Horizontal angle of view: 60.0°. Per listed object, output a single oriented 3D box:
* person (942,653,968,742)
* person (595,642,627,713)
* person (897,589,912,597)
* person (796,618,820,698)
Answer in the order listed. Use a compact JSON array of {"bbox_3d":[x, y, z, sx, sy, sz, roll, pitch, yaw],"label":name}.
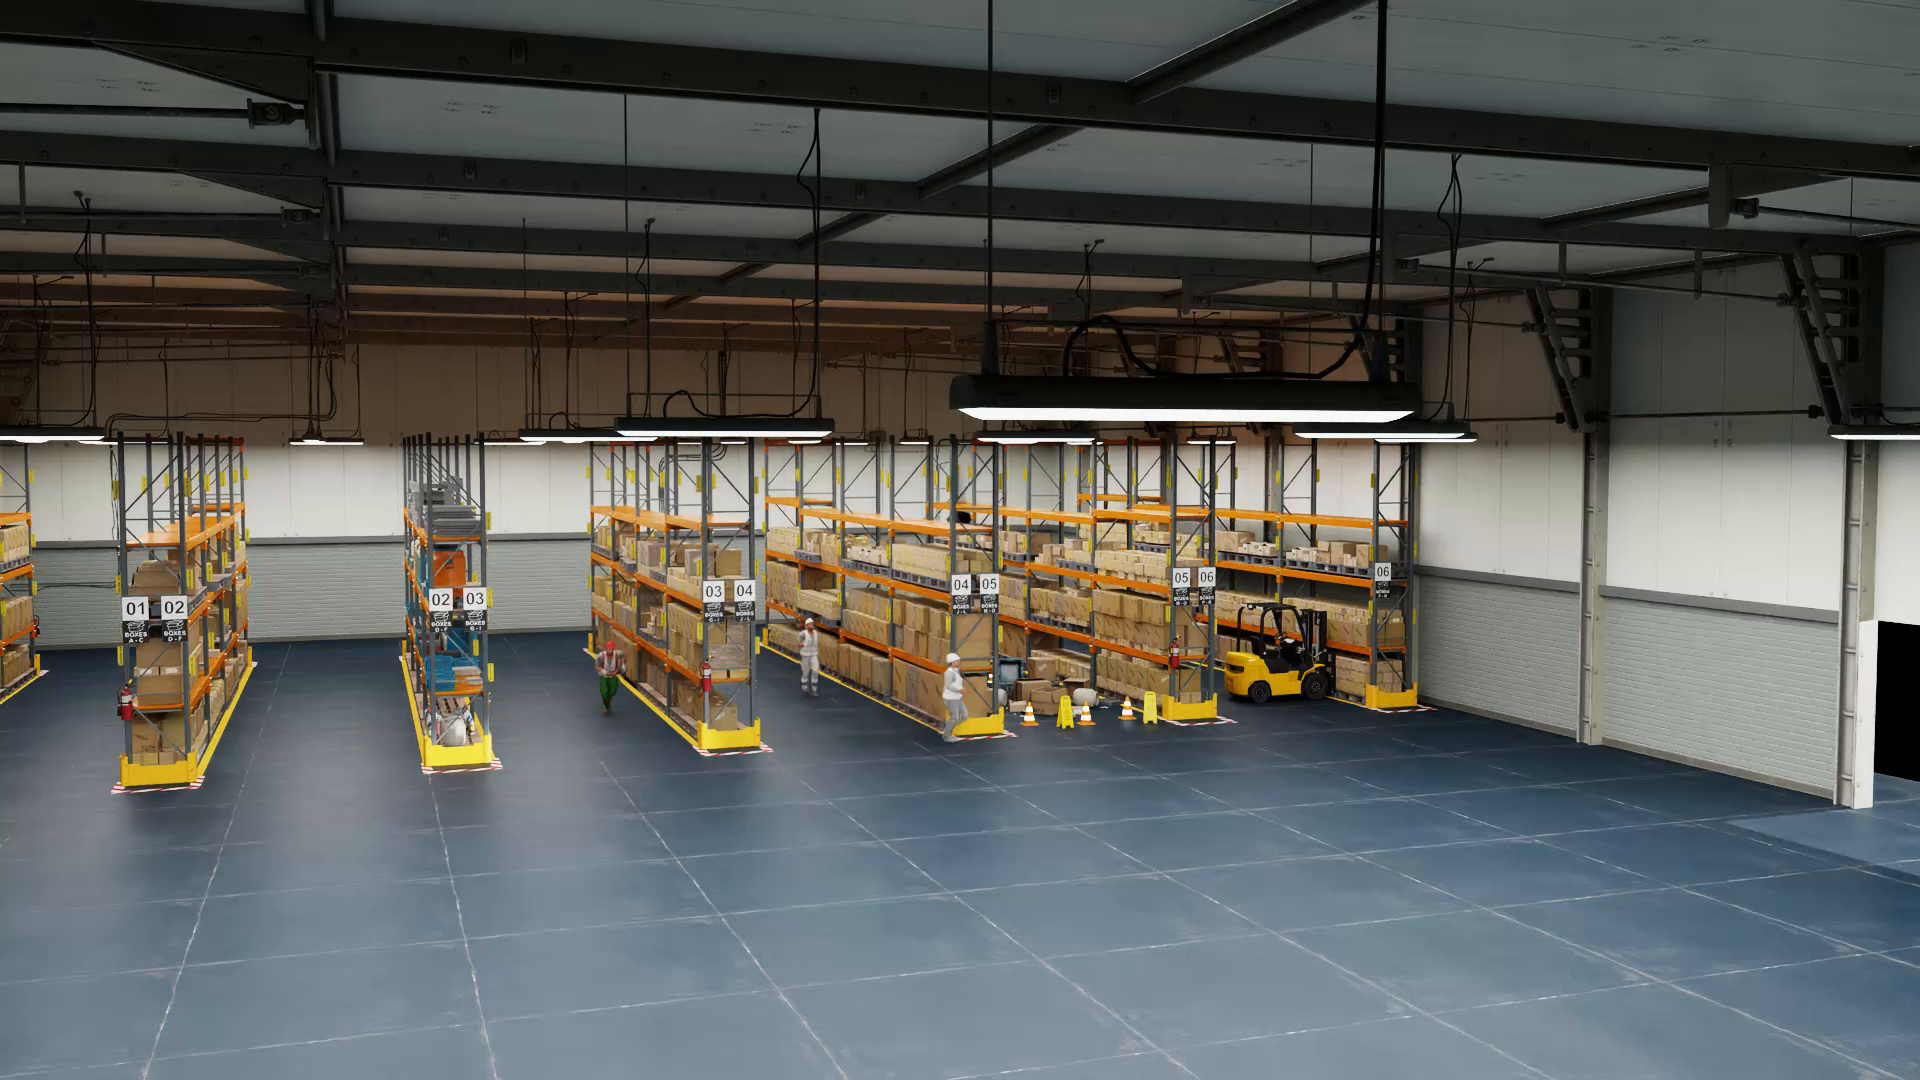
[{"bbox_3d":[-0.090,3.059,32.260,0.557,1.735,0.669,1,3,15],"label":"person"},{"bbox_3d":[-7.474,2.947,35.647,0.696,1.602,0.831,-1,3,-18],"label":"person"},{"bbox_3d":[-1.757,2.074,51.419,0.816,1.619,0.523,-2,4,-34],"label":"person"},{"bbox_3d":[-3.498,2.721,38.301,0.605,1.849,0.771,-2,4,-27],"label":"person"}]
